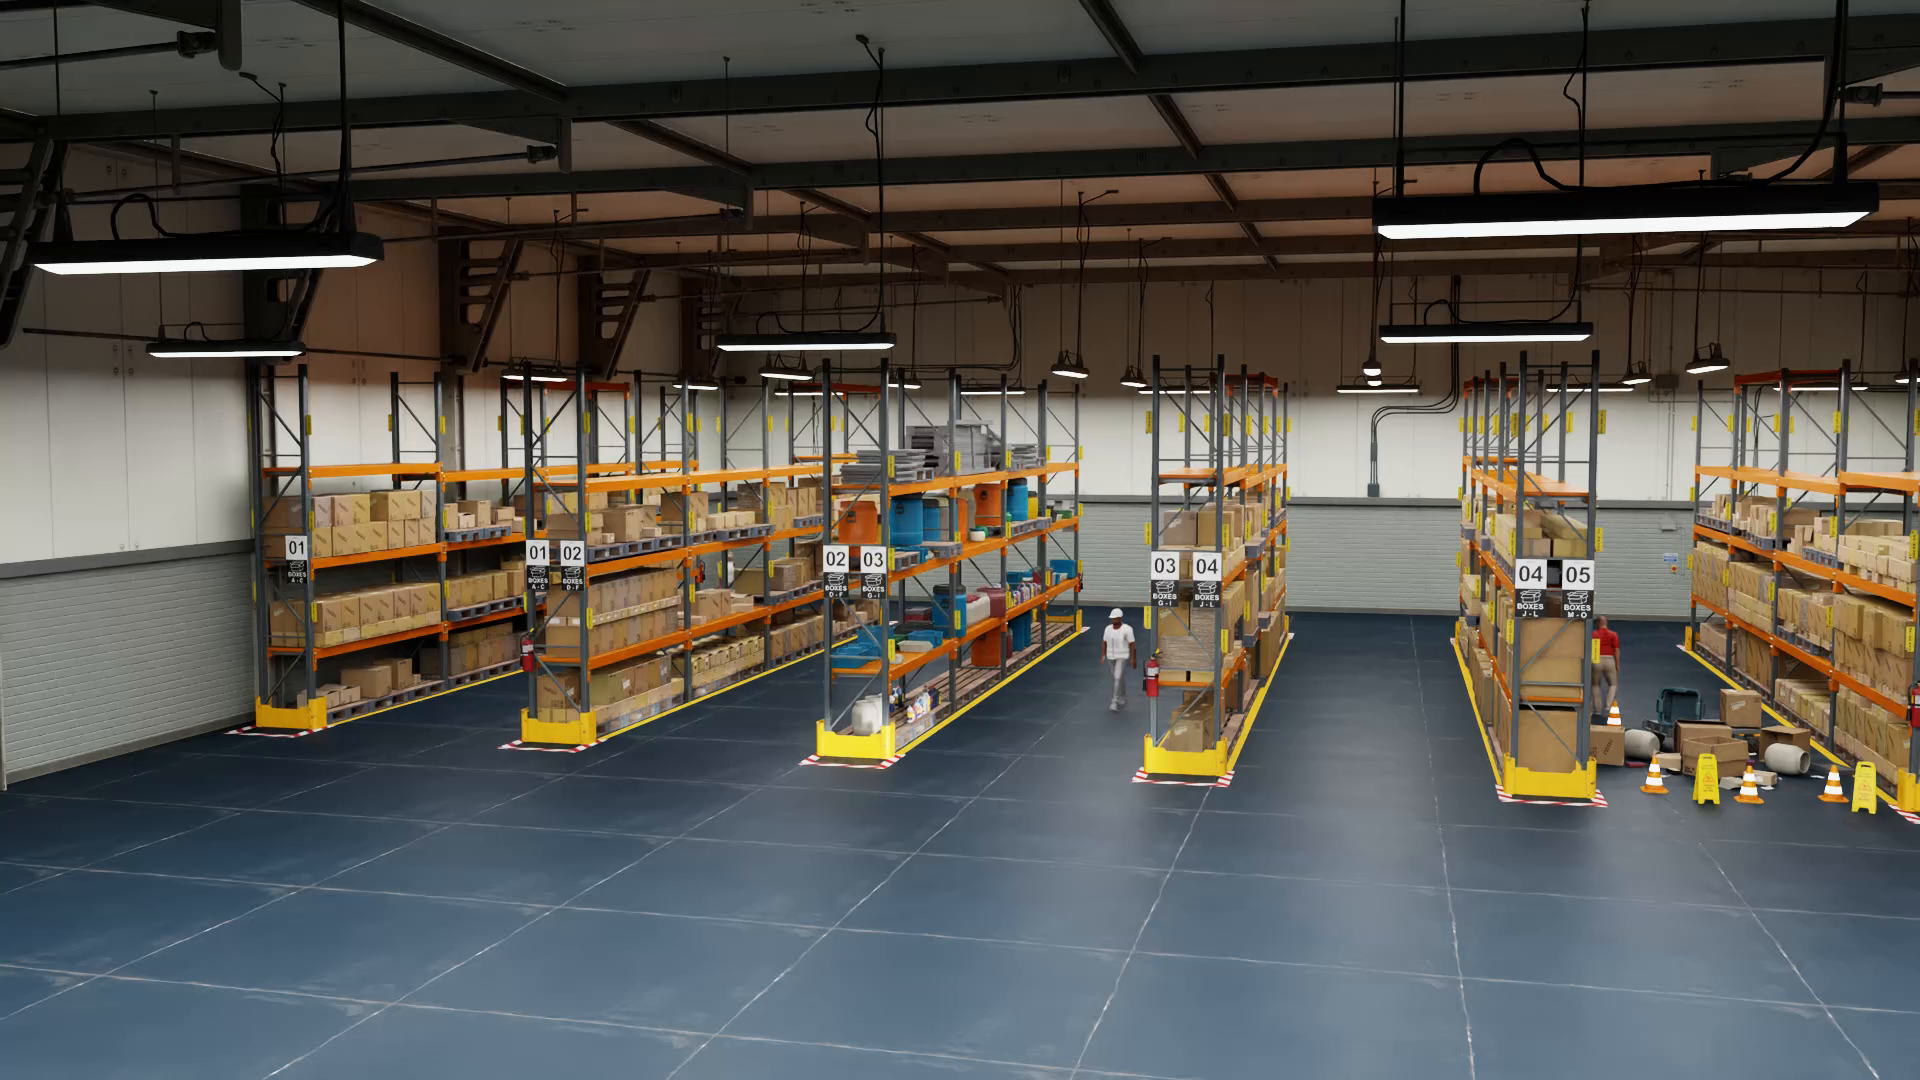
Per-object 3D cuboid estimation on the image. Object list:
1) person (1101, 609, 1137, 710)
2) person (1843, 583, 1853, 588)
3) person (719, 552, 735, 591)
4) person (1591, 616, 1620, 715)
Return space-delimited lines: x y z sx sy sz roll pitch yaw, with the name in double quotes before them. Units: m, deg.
"person" 2.742 2.083 29.390 0.611 1.726 0.894 3 5 41
"person" 21.274 1.355 40.088 0.462 1.807 0.582 0 4 -6
"person" -6.065 1.151 43.701 0.455 1.702 0.494 3 5 35
"person" 11.084 2.170 28.664 0.579 1.722 0.565 1 4 15
